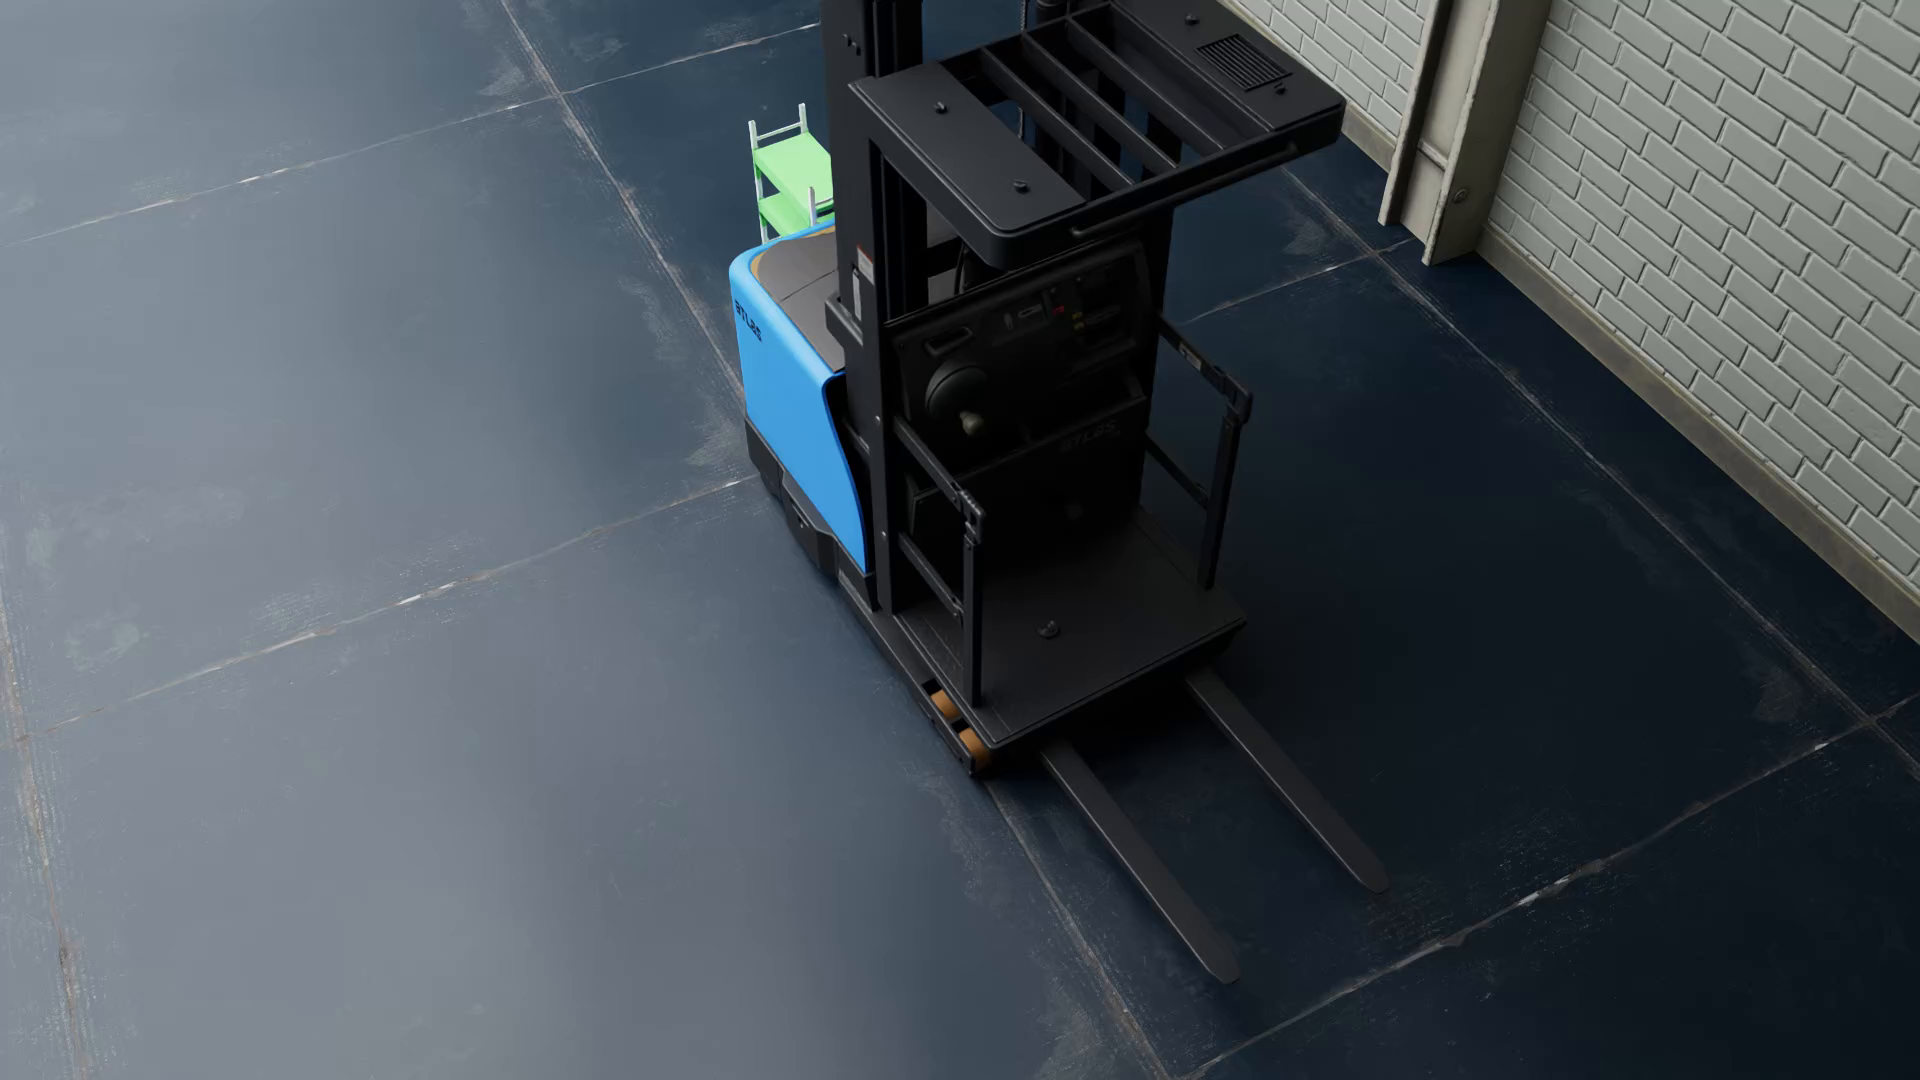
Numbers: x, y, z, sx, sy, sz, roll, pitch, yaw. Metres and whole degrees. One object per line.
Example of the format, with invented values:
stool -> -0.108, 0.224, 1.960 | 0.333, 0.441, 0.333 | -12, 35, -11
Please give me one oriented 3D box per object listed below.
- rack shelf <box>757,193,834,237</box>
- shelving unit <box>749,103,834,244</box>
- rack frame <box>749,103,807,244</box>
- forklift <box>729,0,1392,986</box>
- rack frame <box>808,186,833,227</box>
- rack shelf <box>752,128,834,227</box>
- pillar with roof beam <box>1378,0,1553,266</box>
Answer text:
rack shelf -> -0.589, -1.234, 6.691 | 0.258, 0.148, 0.480 | -25, 53, -20
shelving unit -> -0.589, -1.118, 6.823 | 0.258, 1.200, 0.503 | -25, 53, -20
rack frame -> -0.716, -1.275, 6.961 | 0.240, 1.200, 0.015 | -25, 53, -20
forklift -> 0.324, -0.543, 5.171 | 1.130, 2.935, 3.031 | -25, 53, -20
rack frame -> -0.462, -0.961, 6.686 | 0.240, 1.200, 0.015 | -25, 53, -20
rack shelf -> -0.589, -1.392, 6.510 | 0.258, 0.148, 0.480 | -25, 53, -20
pillar with roof beam -> -1.598, -2.940, 3.235 | 9.100, 9.000, 0.400 | -21, 52, -18
